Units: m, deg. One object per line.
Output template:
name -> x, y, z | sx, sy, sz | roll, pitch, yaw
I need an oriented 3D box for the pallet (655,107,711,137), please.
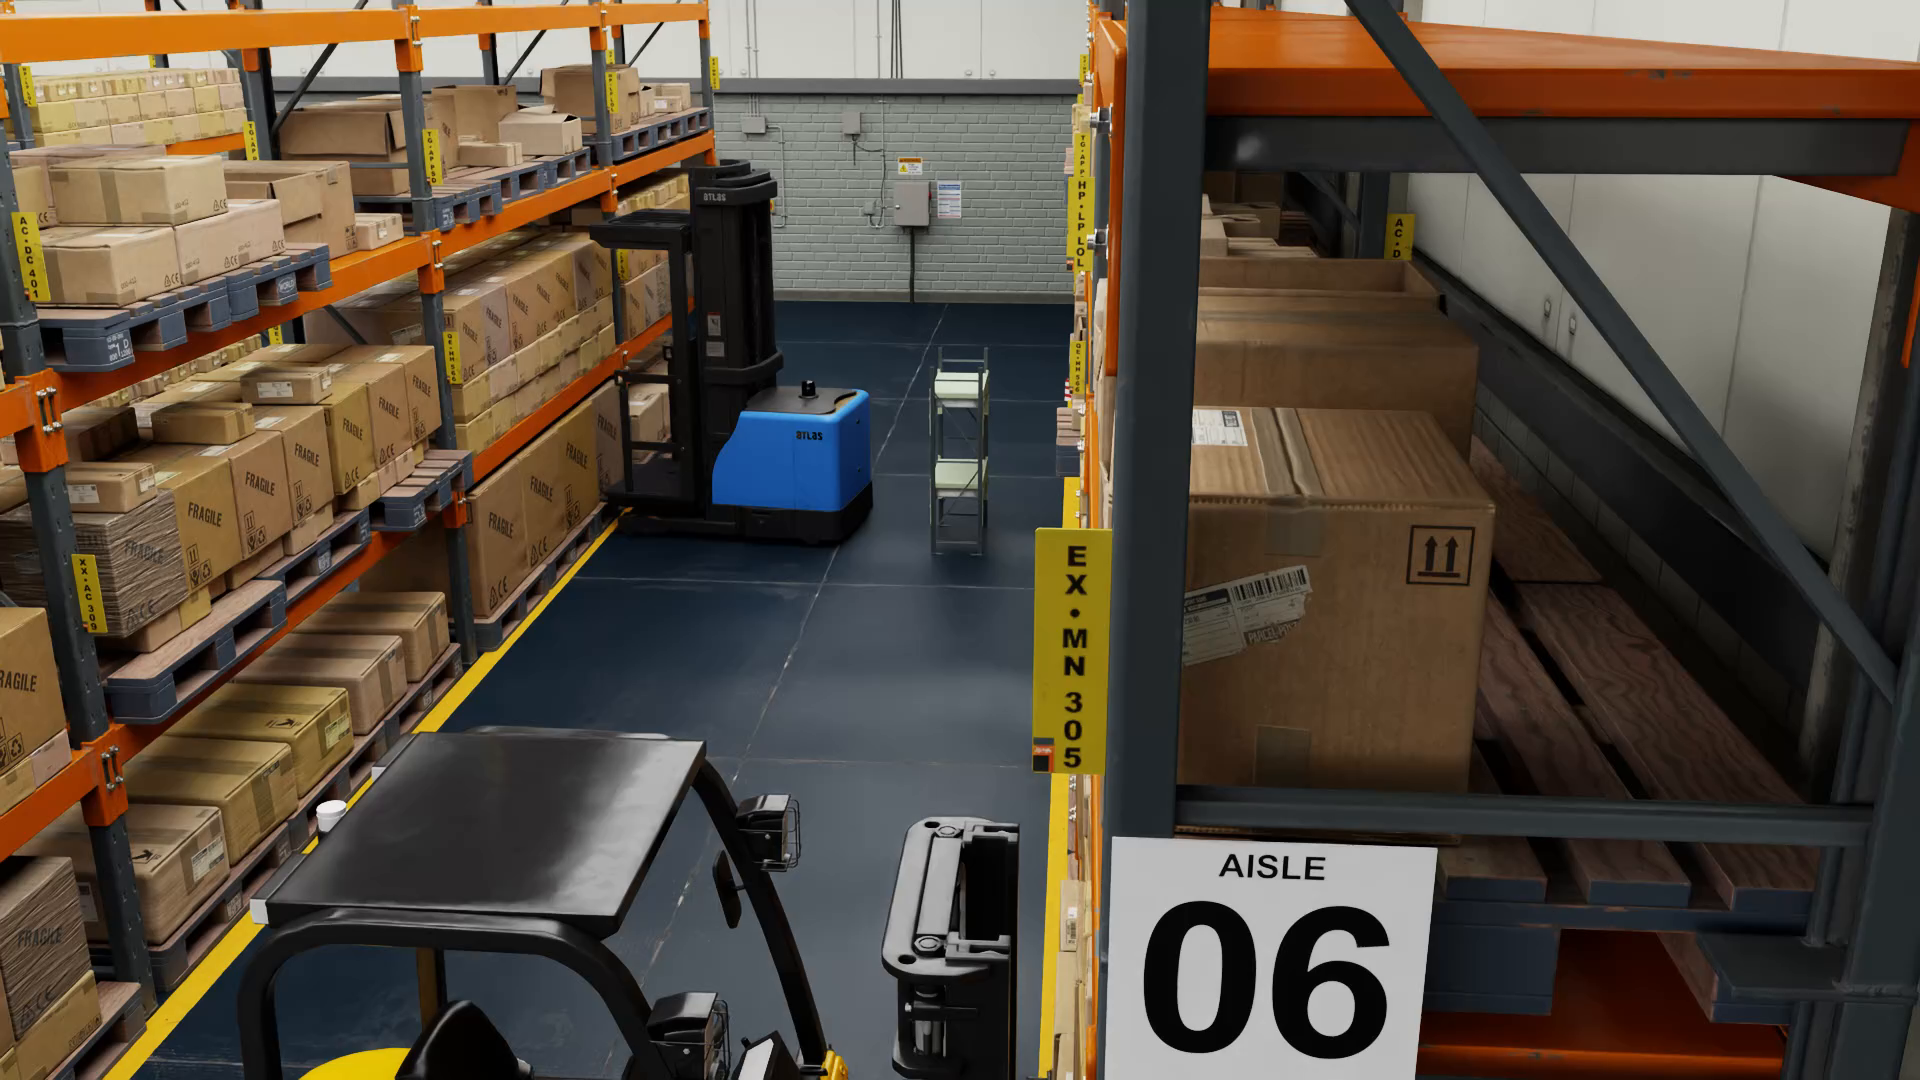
pallet -> -3.165, -4.265, 16.947 | 1.003, 0.211, 1.213 | 1, 18, 4

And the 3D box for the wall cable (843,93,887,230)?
wall cable -> -1.326, -5.319, 23.207 | 0.588, 1.984, 0.122 | 1, 18, 4

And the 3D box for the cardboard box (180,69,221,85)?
cardboard box -> -7.892, -4.788, 17.199 | 0.380, 0.149, 0.250 | 2, 18, 5

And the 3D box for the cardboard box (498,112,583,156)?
cardboard box -> -3.263, -3.174, 12.945 | 0.500, 0.311, 0.500 | 1, 18, 4

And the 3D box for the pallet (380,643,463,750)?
pallet -> -3.754, 0.940, 10.215 | 1.003, 0.211, 1.213 | 1, 18, 4

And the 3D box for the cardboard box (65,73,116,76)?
cardboard box -> -8.491, -4.478, 16.253 | 0.380, 0.149, 0.250 | 2, 18, 6

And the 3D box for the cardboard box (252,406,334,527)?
cardboard box -> -3.553, -0.382, 8.458 | 0.500, 0.500, 0.500 | 1, 18, 2

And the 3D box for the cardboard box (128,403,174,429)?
cardboard box -> -4.064, -0.399, 8.512 | 0.500, 0.500, 0.500 | 1, 18, 2

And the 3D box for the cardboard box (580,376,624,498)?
cardboard box -> -3.374, -0.866, 13.986 | 0.875, 0.875, 0.875 | 2, 18, 6

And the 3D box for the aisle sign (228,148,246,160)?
aisle sign -> -7.763, -4.443, 17.990 | 0.394, 0.787, 0.004 | 1, 18, 4

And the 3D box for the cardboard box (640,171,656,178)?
cardboard box -> -3.372, -3.756, 17.261 | 0.380, 0.149, 0.250 | 2, 18, 5

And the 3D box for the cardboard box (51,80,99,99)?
cardboard box -> -8.013, -4.058, 14.971 | 0.380, 0.149, 0.250 | 1, 18, 2

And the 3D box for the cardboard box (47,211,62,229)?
cardboard box -> -4.044, -1.281, 7.264 | 0.500, 0.250, 0.500 | 2, 18, 5

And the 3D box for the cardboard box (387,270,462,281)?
cardboard box -> -3.849, -1.631, 11.816 | 0.500, 0.500, 0.500 | 1, 18, 4

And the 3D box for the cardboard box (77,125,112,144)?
cardboard box -> -8.031, -3.597, 15.007 | 0.500, 0.250, 0.500 | 1, 18, 3

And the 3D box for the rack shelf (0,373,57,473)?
rack shelf -> -4.126, 0.152, 4.480 | 1.077, 0.370, 4.000 | 1, 18, 4

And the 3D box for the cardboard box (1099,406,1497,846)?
cardboard box -> 0.470, 0.103, 2.477 | 0.500, 0.500, 0.500 | 2, 18, 6

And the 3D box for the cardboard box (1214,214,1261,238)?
cardboard box -> 1.179, -1.417, 7.652 | 0.380, 0.166, 0.250 | 1, 18, 4

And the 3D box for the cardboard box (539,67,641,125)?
cardboard box -> -3.345, -4.011, 15.030 | 0.797, 0.503, 0.637 | 3, 18, 8

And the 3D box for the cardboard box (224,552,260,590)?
cardboard box -> -3.597, 0.124, 7.957 | 0.380, 0.149, 0.250 | 2, 18, 5

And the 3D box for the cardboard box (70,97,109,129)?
cardboard box -> -8.040, -3.840, 14.945 | 0.500, 0.250, 0.500 | 1, 18, 4

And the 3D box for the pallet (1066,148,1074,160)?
pallet -> 1.425, -2.896, 12.927 | 1.213, 0.211, 1.003 | 1, 18, 4

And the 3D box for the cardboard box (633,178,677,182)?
cardboard box -> -3.026, -3.509, 16.507 | 0.380, 0.149, 0.250 | 1, 18, 3

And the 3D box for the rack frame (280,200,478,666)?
rack frame -> -3.696, -0.628, 10.522 | 1.000, 3.000, 0.127 | 1, 18, 4

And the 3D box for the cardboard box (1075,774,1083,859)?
cardboard box -> 0.676, 0.809, 5.978 | 0.500, 0.500, 0.500 | 1, 18, 2

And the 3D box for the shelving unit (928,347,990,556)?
shelving unit -> 0.000, -0.711, 13.183 | 0.431, 1.500, 0.755 | 1, 18, 4

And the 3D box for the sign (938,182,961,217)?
sign -> -0.149, -4.780, 23.347 | 0.329, 0.494, 0.001 | 1, 18, 4

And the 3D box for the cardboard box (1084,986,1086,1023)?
cardboard box -> 0.495, 1.098, 4.053 | 0.380, 0.149, 0.250 | 1, 18, 4

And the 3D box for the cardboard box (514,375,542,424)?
cardboard box -> -3.347, -1.026, 11.977 | 0.500, 0.250, 0.500 | 2, 18, 6

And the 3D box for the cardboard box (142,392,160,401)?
cardboard box -> -8.033, -1.367, 16.203 | 0.380, 0.149, 0.250 | 2, 18, 6

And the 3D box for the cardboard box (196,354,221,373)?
cardboard box -> -7.865, -1.825, 17.125 | 0.380, 0.149, 0.250 | 2, 18, 6

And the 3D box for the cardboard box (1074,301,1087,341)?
cardboard box -> 1.191, -1.458, 12.220 | 0.700, 0.500, 0.500 | 1, 18, 4

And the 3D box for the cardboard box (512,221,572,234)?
cardboard box -> -3.651, -2.546, 14.608 | 0.500, 0.500, 0.500 | 1, 18, 3

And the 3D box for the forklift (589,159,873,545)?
forklift -> -2.307, -1.576, 13.525 | 3.031, 2.935, 1.130 | 4, 19, 12

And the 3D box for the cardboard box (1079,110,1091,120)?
cardboard box -> 1.082, -3.129, 12.429 | 0.380, 0.149, 0.250 | 1, 18, 3

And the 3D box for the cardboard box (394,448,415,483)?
cardboard box -> -3.405, -0.437, 9.668 | 0.380, 0.149, 0.250 | 1, 18, 3

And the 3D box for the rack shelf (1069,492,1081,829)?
rack shelf -> 1.112, 0.445, 8.404 | 1.077, 0.370, 4.000 | 1, 18, 4

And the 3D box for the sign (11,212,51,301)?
sign -> -3.441, -1.047, 6.153 | 0.100, 0.325, 0.005 | 1, 18, 4

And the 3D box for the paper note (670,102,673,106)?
paper note -> -2.693, -4.074, 15.541 | 0.006, 0.032, 0.123 | 1, 18, 4

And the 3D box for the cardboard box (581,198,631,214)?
cardboard box -> -3.149, -2.954, 14.812 | 0.380, 0.149, 0.250 | 1, 18, 3

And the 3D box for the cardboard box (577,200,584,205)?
cardboard box -> -3.550, -2.961, 14.833 | 0.380, 0.149, 0.250 | 1, 18, 4

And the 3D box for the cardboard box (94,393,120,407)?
cardboard box -> -8.044, -1.263, 15.410 | 0.380, 0.149, 0.250 | 2, 18, 7

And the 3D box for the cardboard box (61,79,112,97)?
cardboard box -> -8.015, -4.139, 15.217 | 0.380, 0.149, 0.250 | 1, 18, 2

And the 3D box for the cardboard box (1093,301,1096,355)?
cardboard box -> 0.633, -0.696, 5.482 | 0.380, 0.149, 0.250 | 2, 18, 5

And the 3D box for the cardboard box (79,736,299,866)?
cardboard box -> -3.900, 1.277, 8.253 | 0.950, 0.372, 0.625 | 2, 18, 7

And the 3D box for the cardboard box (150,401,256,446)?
cardboard box -> -3.621, -0.560, 7.961 | 0.380, 0.149, 0.250 | 2, 18, 7

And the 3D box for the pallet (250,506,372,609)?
pallet -> -3.797, 0.079, 8.673 | 1.003, 0.211, 1.213 | 1, 18, 4

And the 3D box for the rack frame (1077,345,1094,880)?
rack frame -> 0.968, 0.724, 6.396 | 1.000, 3.000, 0.127 | 1, 18, 4

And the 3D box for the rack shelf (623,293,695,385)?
rack shelf -> -3.266, -2.149, 16.321 | 1.077, 0.370, 4.000 | 1, 18, 4

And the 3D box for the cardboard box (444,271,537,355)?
cardboard box -> -3.338, -1.613, 11.762 | 0.500, 0.500, 0.500 | 2, 18, 5

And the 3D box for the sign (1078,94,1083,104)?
sign -> 1.000, -3.441, 13.461 | 0.100, 0.325, 0.005 | 1, 18, 4

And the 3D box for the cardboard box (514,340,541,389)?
cardboard box -> -3.327, -1.261, 11.892 | 0.500, 0.250, 0.500 | 1, 18, 4

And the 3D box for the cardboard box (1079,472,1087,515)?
cardboard box -> 0.775, -0.224, 8.088 | 0.380, 0.149, 0.250 | 1, 18, 2

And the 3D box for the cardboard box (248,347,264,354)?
cardboard box -> -7.820, -2.007, 18.159 | 0.380, 0.149, 0.250 | 1, 18, 2

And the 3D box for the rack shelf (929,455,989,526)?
rack shelf -> 0.000, -0.401, 13.285 | 0.431, 0.370, 0.720 | 1, 18, 4

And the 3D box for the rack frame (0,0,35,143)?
rack frame -> -8.354, -4.800, 13.621 | 1.000, 3.000, 0.127 | 1, 18, 4

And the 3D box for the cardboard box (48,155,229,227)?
cardboard box -> -3.515, -1.504, 7.143 | 0.500, 0.250, 0.500 | 1, 18, 3
